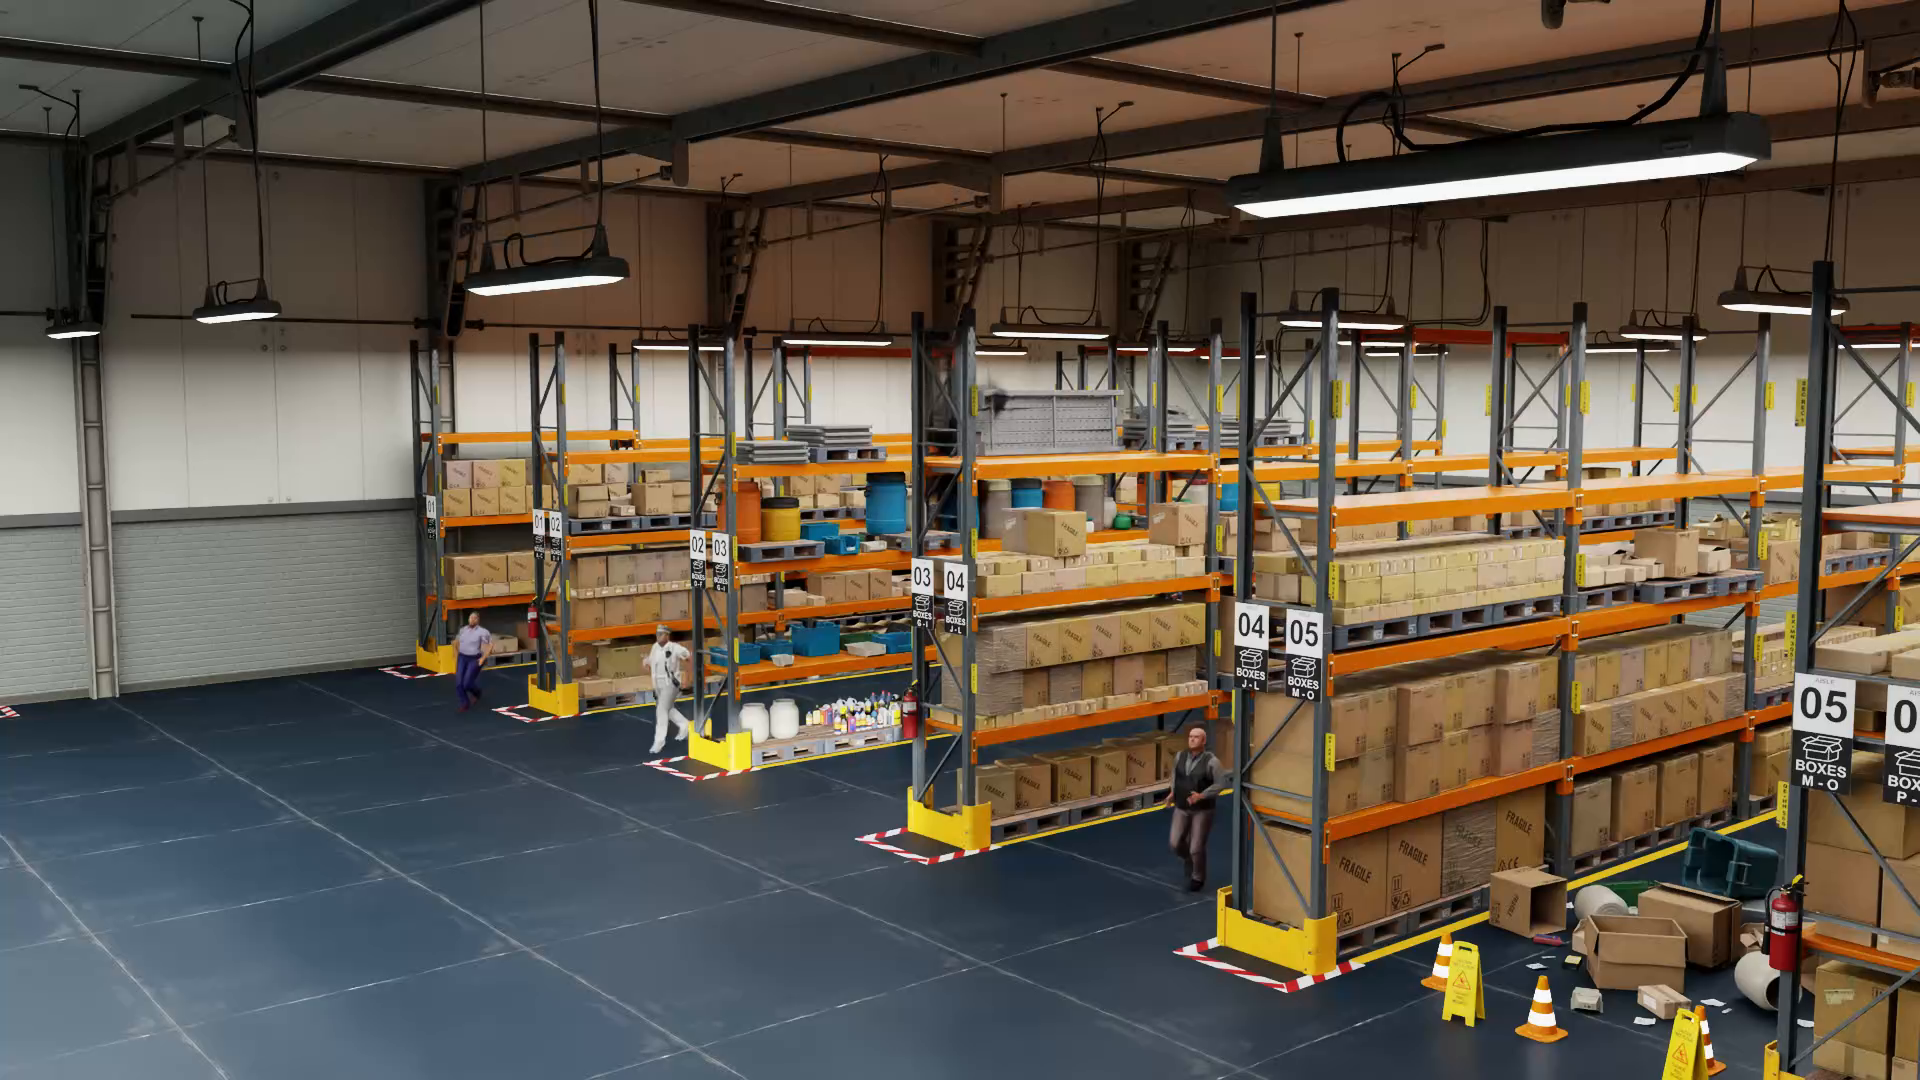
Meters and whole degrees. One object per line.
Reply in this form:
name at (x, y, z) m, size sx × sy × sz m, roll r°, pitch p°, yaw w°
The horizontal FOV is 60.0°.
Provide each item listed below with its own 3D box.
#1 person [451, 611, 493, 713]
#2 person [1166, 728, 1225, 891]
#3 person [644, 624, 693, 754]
person at (-7.761, 1.934, 26.459) m, size 0.668 × 1.603 × 0.526 m, roll 1°, pitch 5°, yaw 13°
person at (2.373, 2.757, 17.008) m, size 0.652 × 1.678 × 0.569 m, roll 3°, pitch 6°, yaw 33°
person at (-4.187, 2.089, 23.815) m, size 0.690 × 1.812 × 0.941 m, roll 4°, pitch 7°, yaw 37°
